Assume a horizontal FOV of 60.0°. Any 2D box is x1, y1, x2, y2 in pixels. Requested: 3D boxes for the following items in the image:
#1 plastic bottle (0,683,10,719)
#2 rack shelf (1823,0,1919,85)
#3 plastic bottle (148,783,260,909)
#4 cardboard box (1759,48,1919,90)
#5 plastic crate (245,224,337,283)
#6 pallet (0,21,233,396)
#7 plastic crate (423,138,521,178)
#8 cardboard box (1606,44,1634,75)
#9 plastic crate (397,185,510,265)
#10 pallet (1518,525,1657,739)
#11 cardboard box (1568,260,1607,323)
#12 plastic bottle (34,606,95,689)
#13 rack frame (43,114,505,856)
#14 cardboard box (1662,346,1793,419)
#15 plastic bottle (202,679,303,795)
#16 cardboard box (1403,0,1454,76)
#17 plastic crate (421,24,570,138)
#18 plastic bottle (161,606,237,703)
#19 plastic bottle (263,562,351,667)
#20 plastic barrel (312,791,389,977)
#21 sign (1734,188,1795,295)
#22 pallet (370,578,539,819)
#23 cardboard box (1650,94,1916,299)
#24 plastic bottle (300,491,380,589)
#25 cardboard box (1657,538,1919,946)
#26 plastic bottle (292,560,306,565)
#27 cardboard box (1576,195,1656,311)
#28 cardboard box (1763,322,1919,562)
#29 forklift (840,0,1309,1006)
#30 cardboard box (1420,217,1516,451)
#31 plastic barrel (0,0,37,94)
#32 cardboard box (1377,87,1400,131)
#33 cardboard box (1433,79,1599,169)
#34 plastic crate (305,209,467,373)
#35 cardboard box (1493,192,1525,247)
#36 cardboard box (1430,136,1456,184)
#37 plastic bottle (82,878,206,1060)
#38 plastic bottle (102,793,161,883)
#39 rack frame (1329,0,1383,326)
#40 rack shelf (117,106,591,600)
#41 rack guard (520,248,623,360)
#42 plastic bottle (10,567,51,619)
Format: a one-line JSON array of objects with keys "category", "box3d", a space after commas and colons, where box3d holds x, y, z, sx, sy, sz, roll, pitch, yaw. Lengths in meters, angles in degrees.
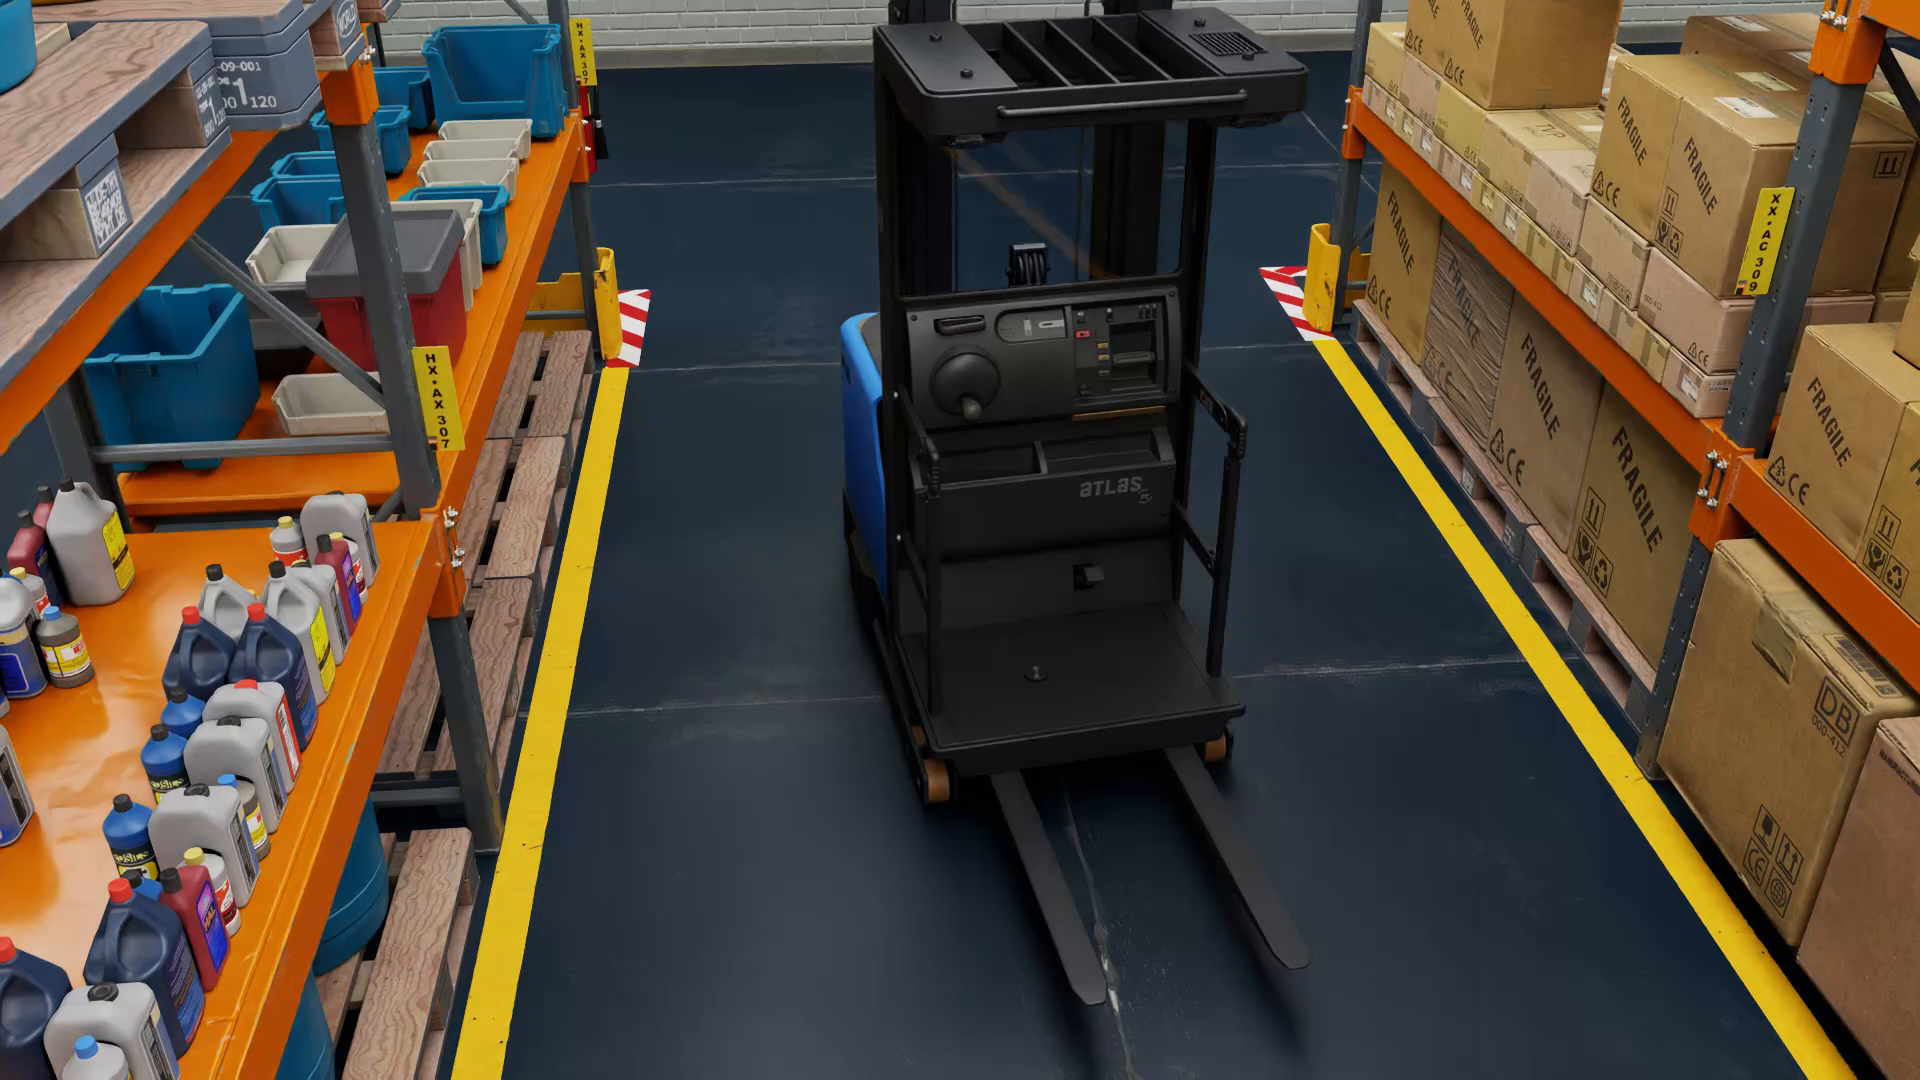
[{"category": "plastic bottle", "box3d": [-2.346, 0.302, 3.944, 0.097, 0.271, 0.097, 0, 31, 0]}, {"category": "rack shelf", "box3d": [3.090, -0.450, 2.855, 1.077, 0.370, 4.000, -3, 31, -5]}, {"category": "plastic bottle", "box3d": [-1.554, 0.615, 3.416, 0.152, 0.276, 0.135, -3, 31, -5]}, {"category": "cardboard box", "box3d": [3.075, -1.386, 5.770, 0.500, 0.500, 0.500, -3, 31, -5]}, {"category": "plastic crate", "box3d": [-2.490, -1.042, 6.268, 0.293, 0.136, 0.466, -3, 31, -5]}, {"category": "pallet", "box3d": [-1.748, -0.487, 2.399, 1.003, 0.211, 1.213, -3, 31, -5]}, {"category": "plastic crate", "box3d": [-2.132, -1.653, 7.291, 0.396, 0.136, 0.243, -3, 31, -5]}, {"category": "cardboard box", "box3d": [2.886, -2.104, 7.703, 0.500, 0.250, 0.500, -3, 31, -5]}, {"category": "plastic crate", "box3d": [-1.954, -1.215, 6.463, 0.416, 0.233, 0.300, -3, 31, -5]}, {"category": "pallet", "box3d": [2.910, 0.313, 6.520, 1.003, 0.211, 1.213, -3, 31, -5]}, {"category": "cardboard box", "box3d": [2.477, -0.918, 6.107, 0.380, 0.149, 0.250, -2, 31, -4]}, {"category": "plastic bottle", "box3d": [-2.207, 0.256, 4.089, 0.097, 0.201, 0.097, 0, 31, 0]}, {"category": "rack frame", "box3d": [-2.028, -0.255, 4.751, 1.000, 3.000, 0.127, -3, 31, -5]}, {"category": "cardboard box", "box3d": [2.549, -0.524, 5.447, 0.380, 0.149, 0.250, -3, 31, -4]}, {"category": "plastic bottle", "box3d": [-1.588, 0.428, 3.729, 0.152, 0.276, 0.135, -3, 31, -5]}, {"category": "cardboard box", "box3d": [2.352, -2.406, 7.478, 0.500, 0.500, 0.500, -3, 31, -6]}, {"category": "plastic crate", "box3d": [-2.184, -2.176, 7.875, 0.616, 0.435, 0.499, -3, 31, -5]}, {"category": "plastic bottle", "box3d": [-1.742, 0.321, 3.835, 0.144, 0.351, 0.185, -3, 31, -5]}, {"category": "plastic bottle", "box3d": [-1.635, 0.171, 4.160, 0.152, 0.276, 0.135, -3, 31, -5]}, {"category": "plastic barrel", "box3d": [-1.994, 0.744, 4.715, 0.600, 0.901, 0.708, -3, 31, -5]}, {"category": "sign", "box3d": [2.351, -0.870, 4.861, 0.100, 0.325, 0.005, -3, 31, -5]}, {"category": "pallet", "box3d": [-2.135, 0.569, 6.092, 1.003, 0.211, 1.213, -3, 31, -5]}, {"category": "cardboard box", "box3d": [2.594, -1.099, 5.290, 0.500, 0.500, 0.500, -2, 31, -3]}, {"category": "plastic bottle", "box3d": [-1.669, -0.016, 4.472, 0.152, 0.276, 0.135, -3, 31, -5]}, {"category": "cardboard box", "box3d": [2.983, 0.566, 5.040, 1.225, 0.875, 0.875, -3, 31, -4]}, {"category": "plastic bottle", "box3d": [-1.679, 0.145, 4.276, 0.097, 0.201, 0.097, 0, 31, 0]}, {"category": "cardboard box", "box3d": [2.550, -1.032, 5.909, 0.500, 0.250, 0.500, -2, 31, -3]}, {"category": "cardboard box", "box3d": [2.697, -0.288, 4.710, 0.500, 0.500, 0.500, -3, 31, -4]}, {"category": "forklift", "box3d": [0.336, -0.563, 5.334, 1.130, 2.935, 3.031, -7, 32, -11]}, {"category": "cardboard box", "box3d": [2.754, -1.015, 7.686, 0.875, 0.875, 0.875, -3, 31, -5]}, {"category": "plastic barrel", "box3d": [-1.716, -1.074, 2.299, 0.600, 0.901, 0.708, -3, 31, -5]}, {"category": "cardboard box", "box3d": [2.260, -2.099, 8.083, 0.380, 0.149, 0.250, -3, 31, -5]}, {"category": "cardboard box", "box3d": [2.404, -1.818, 7.224, 0.500, 0.250, 0.500, -4, 31, -6]}, {"category": "plastic crate", "box3d": [-1.862, -0.776, 5.503, 0.402, 0.464, 0.583, -3, 31, -5]}, {"category": "cardboard box", "box3d": [2.406, -1.310, 6.764, 0.380, 0.149, 0.250, -2, 31, -4]}, {"category": "cardboard box", "box3d": [2.332, -1.705, 7.424, 0.380, 0.149, 0.250, -3, 31, -6]}, {"category": "plastic bottle", "box3d": [-1.513, 0.782, 3.063, 0.144, 0.351, 0.185, -3, 31, -5]}, {"category": "plastic bottle", "box3d": [-1.676, 0.633, 3.391, 0.097, 0.271, 0.097, 0, 31, 0]}, {"category": "rack frame", "box3d": [2.530, -2.534, 8.568, 1.000, 3.000, 0.127, -3, 31, -5]}, {"category": "rack shelf", "box3d": [-2.215, -0.967, 6.645, 1.077, 0.370, 4.000, -3, 31, -5]}, {"category": "rack guard", "box3d": [-2.417, -1.236, 8.831, 1.175, 0.500, 0.348, -3, 31, -5]}, {"category": "plastic bottle", "box3d": [-2.377, 0.164, 4.244, 0.097, 0.201, 0.097, 0, 31, 0]}]
